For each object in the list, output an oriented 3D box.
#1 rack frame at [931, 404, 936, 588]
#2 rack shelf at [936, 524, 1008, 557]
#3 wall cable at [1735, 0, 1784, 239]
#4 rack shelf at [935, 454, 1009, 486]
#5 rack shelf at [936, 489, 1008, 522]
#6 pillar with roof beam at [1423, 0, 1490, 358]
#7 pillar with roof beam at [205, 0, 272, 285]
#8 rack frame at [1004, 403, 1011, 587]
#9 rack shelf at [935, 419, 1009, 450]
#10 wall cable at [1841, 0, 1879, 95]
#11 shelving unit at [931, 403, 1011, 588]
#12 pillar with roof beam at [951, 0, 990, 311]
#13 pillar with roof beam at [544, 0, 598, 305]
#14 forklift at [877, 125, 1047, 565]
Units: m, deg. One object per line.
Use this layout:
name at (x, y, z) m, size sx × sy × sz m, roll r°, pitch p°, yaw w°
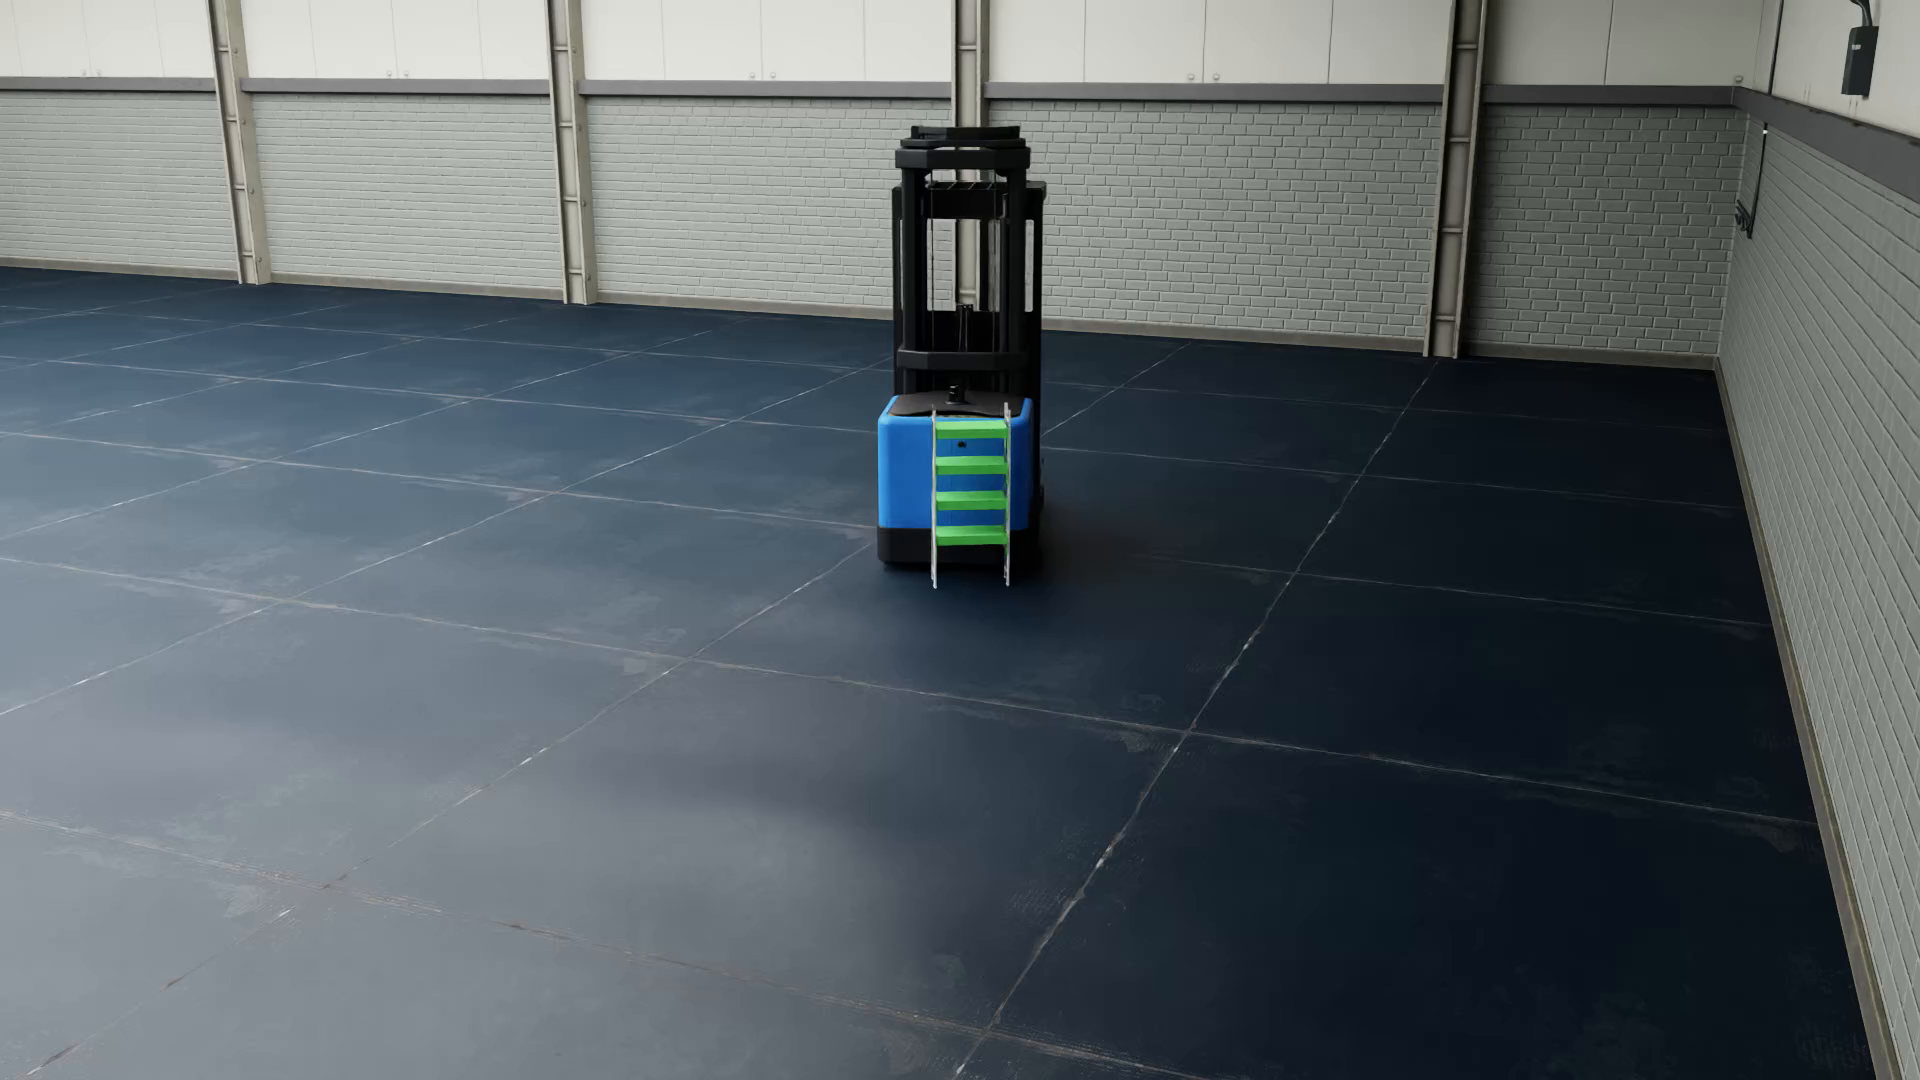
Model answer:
rack frame at (-0.173, -0.288, 11.012) m, size 0.015 × 1.200 × 0.240 m, roll -1°, pitch 16°, yaw -4°
rack shelf at (0.070, -0.001, 11.115) m, size 0.480 × 0.148 × 0.258 m, roll -1°, pitch 16°, yaw -4°
wall cable at (7.966, -4.375, 16.674) m, size 0.112 × 2.526 × 3.097 m, roll 6°, pitch 17°, yaw 21°
rack shelf at (0.070, -0.462, 10.981) m, size 0.480 × 0.148 × 0.258 m, roll -1°, pitch 16°, yaw -4°
rack shelf at (0.070, -0.231, 11.048) m, size 0.480 × 0.148 × 0.258 m, roll -1°, pitch 16°, yaw -4°
pillar with roof beam at (4.131, -5.394, 14.615) m, size 0.400 × 9.000 × 9.100 m, roll 6°, pitch 17°, yaw 21°
pillar with roof beam at (-12.613, -7.236, 20.957) m, size 0.400 × 9.000 × 9.100 m, roll 6°, pitch 17°, yaw 21°
rack frame at (0.313, -0.298, 11.048) m, size 0.015 × 1.200 × 0.240 m, roll -1°, pitch 16°, yaw -4°
rack shelf at (0.070, -0.693, 10.914) m, size 0.480 × 0.148 × 0.258 m, roll -1°, pitch 16°, yaw -4°
wall cable at (4.468, -5.039, 7.292) m, size 0.169 × 6.003 × 2.305 m, roll 6°, pitch 17°, yaw 21°
shelving unit at (0.070, -0.293, 11.030) m, size 0.503 × 1.200 × 0.258 m, roll -1°, pitch 16°, yaw -4°
pillar with roof beam at (-1.450, -6.008, 16.729) m, size 0.400 × 9.000 × 9.100 m, roll 6°, pitch 17°, yaw 21°
pillar with roof beam at (-7.032, -6.622, 18.843) m, size 0.400 × 9.000 × 9.100 m, roll 6°, pitch 17°, yaw 21°
forklift at (0.077, -1.600, 12.428) m, size 1.130 × 2.935 × 3.031 m, roll 1°, pitch 16°, yaw 5°
